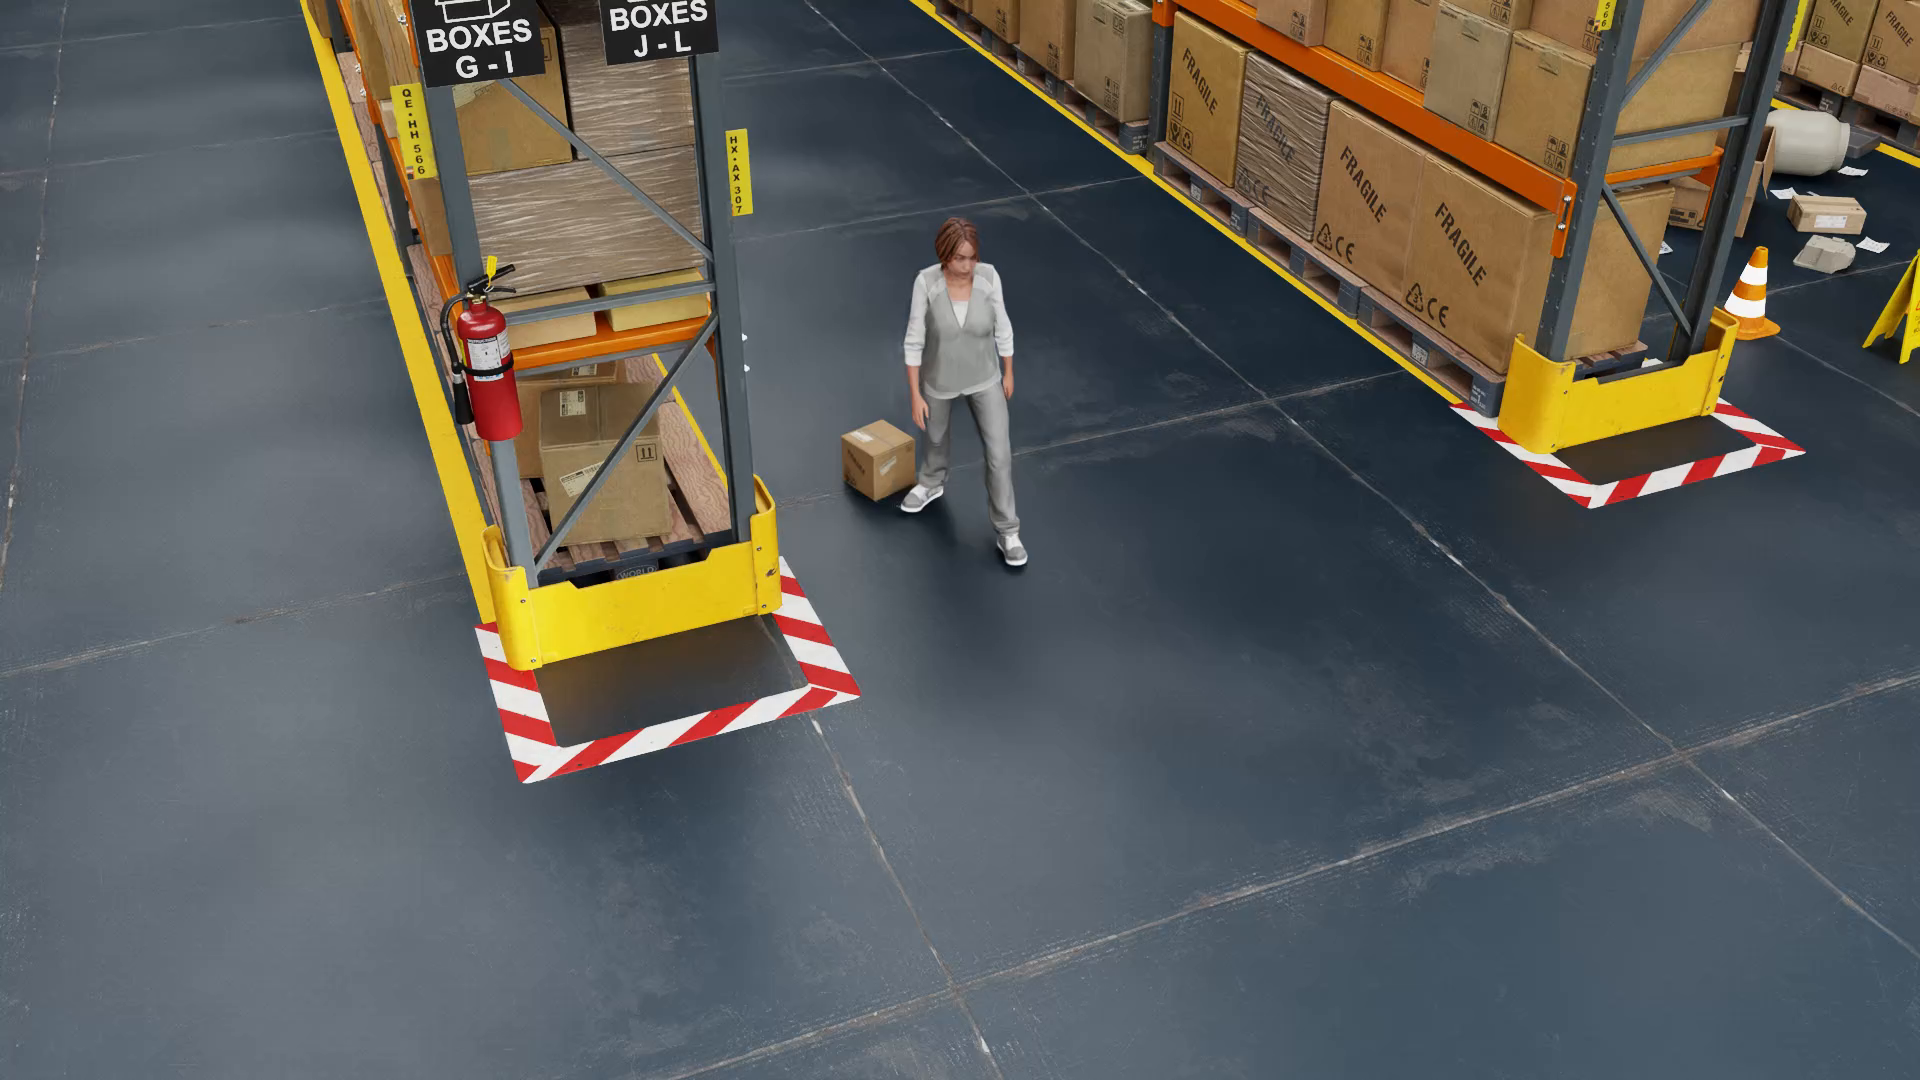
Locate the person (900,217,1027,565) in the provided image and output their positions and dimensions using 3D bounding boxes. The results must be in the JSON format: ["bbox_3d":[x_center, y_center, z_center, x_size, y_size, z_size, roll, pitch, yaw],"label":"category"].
[{"bbox_3d":[0.007,-0.669,7.203,0.554,1.510,0.690,-2,34,-3],"label":"person"}]
